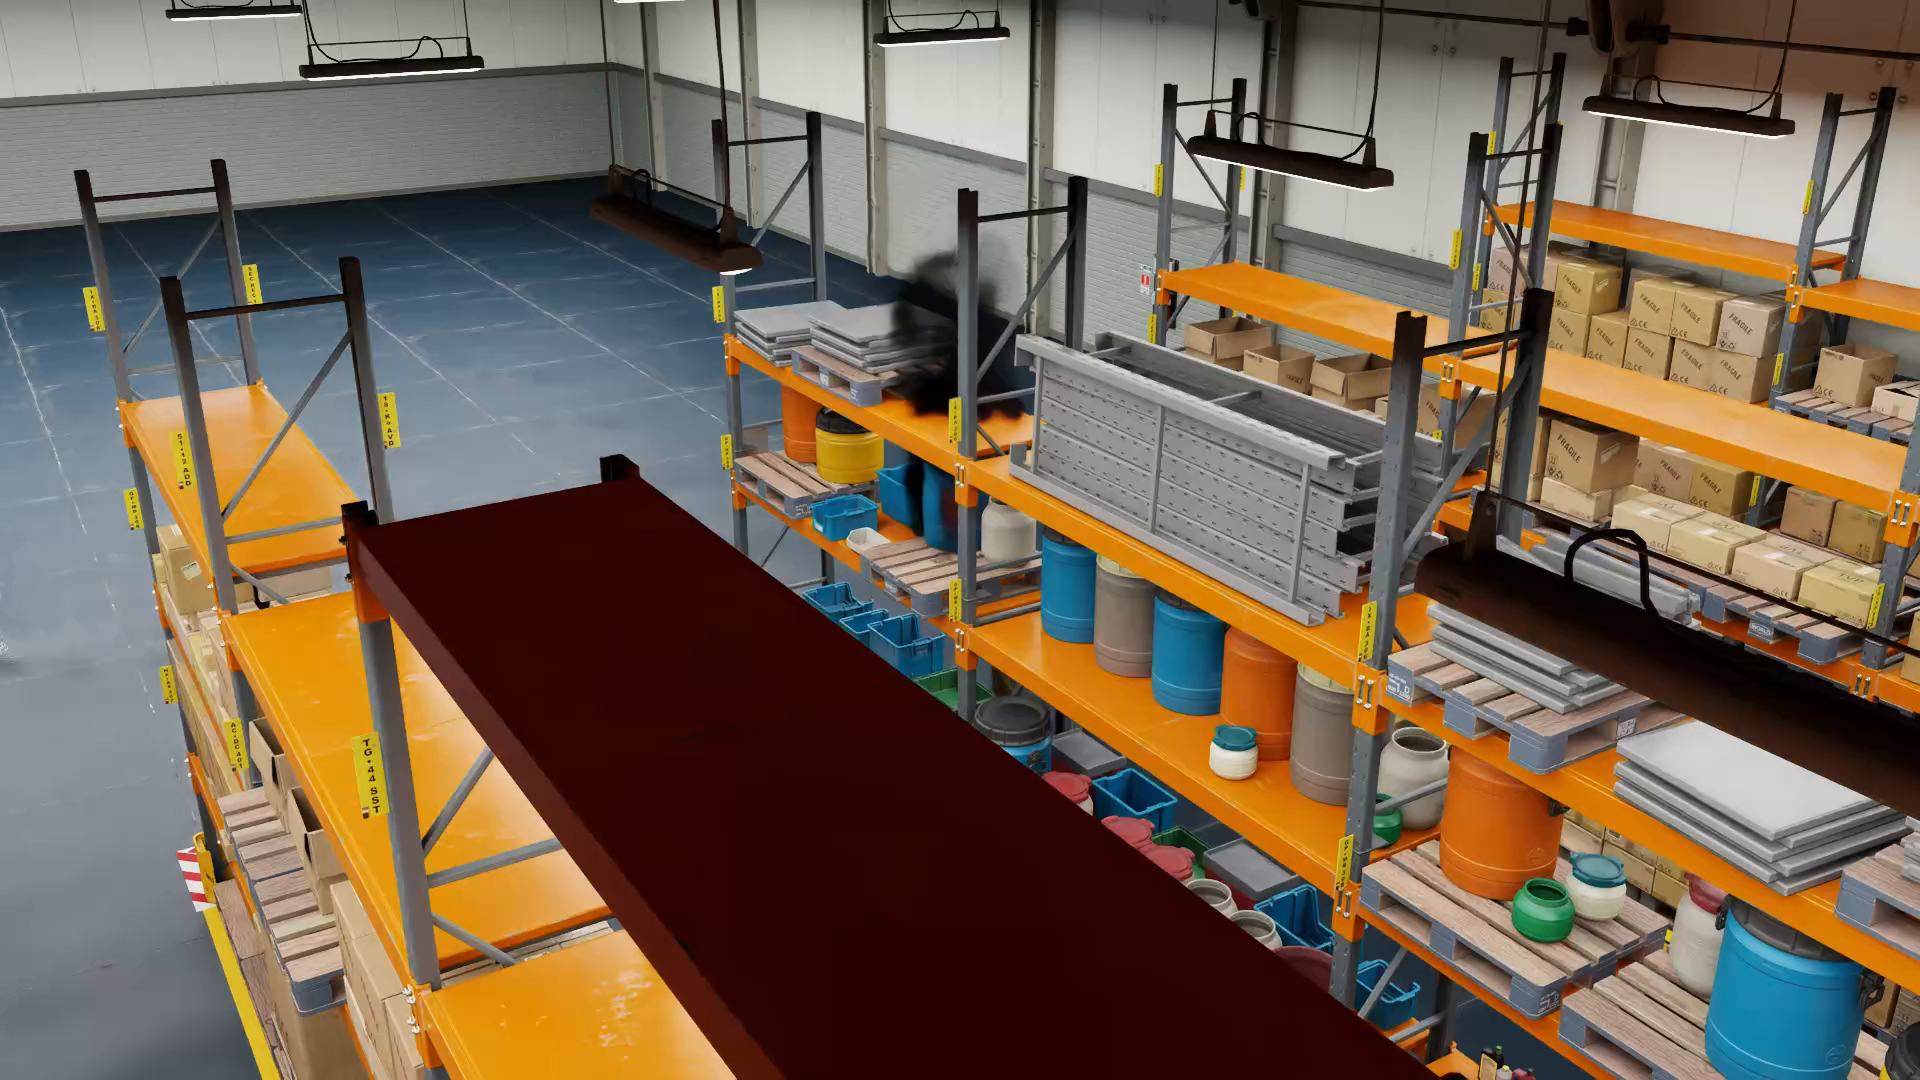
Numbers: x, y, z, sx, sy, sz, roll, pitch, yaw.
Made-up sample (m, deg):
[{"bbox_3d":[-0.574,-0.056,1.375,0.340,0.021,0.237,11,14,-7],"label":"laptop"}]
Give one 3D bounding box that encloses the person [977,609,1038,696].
[{"bbox_3d":[0.393,0.894,16.108,0.737,1.894,0.770,-13,25,-28],"label":"person"}]
